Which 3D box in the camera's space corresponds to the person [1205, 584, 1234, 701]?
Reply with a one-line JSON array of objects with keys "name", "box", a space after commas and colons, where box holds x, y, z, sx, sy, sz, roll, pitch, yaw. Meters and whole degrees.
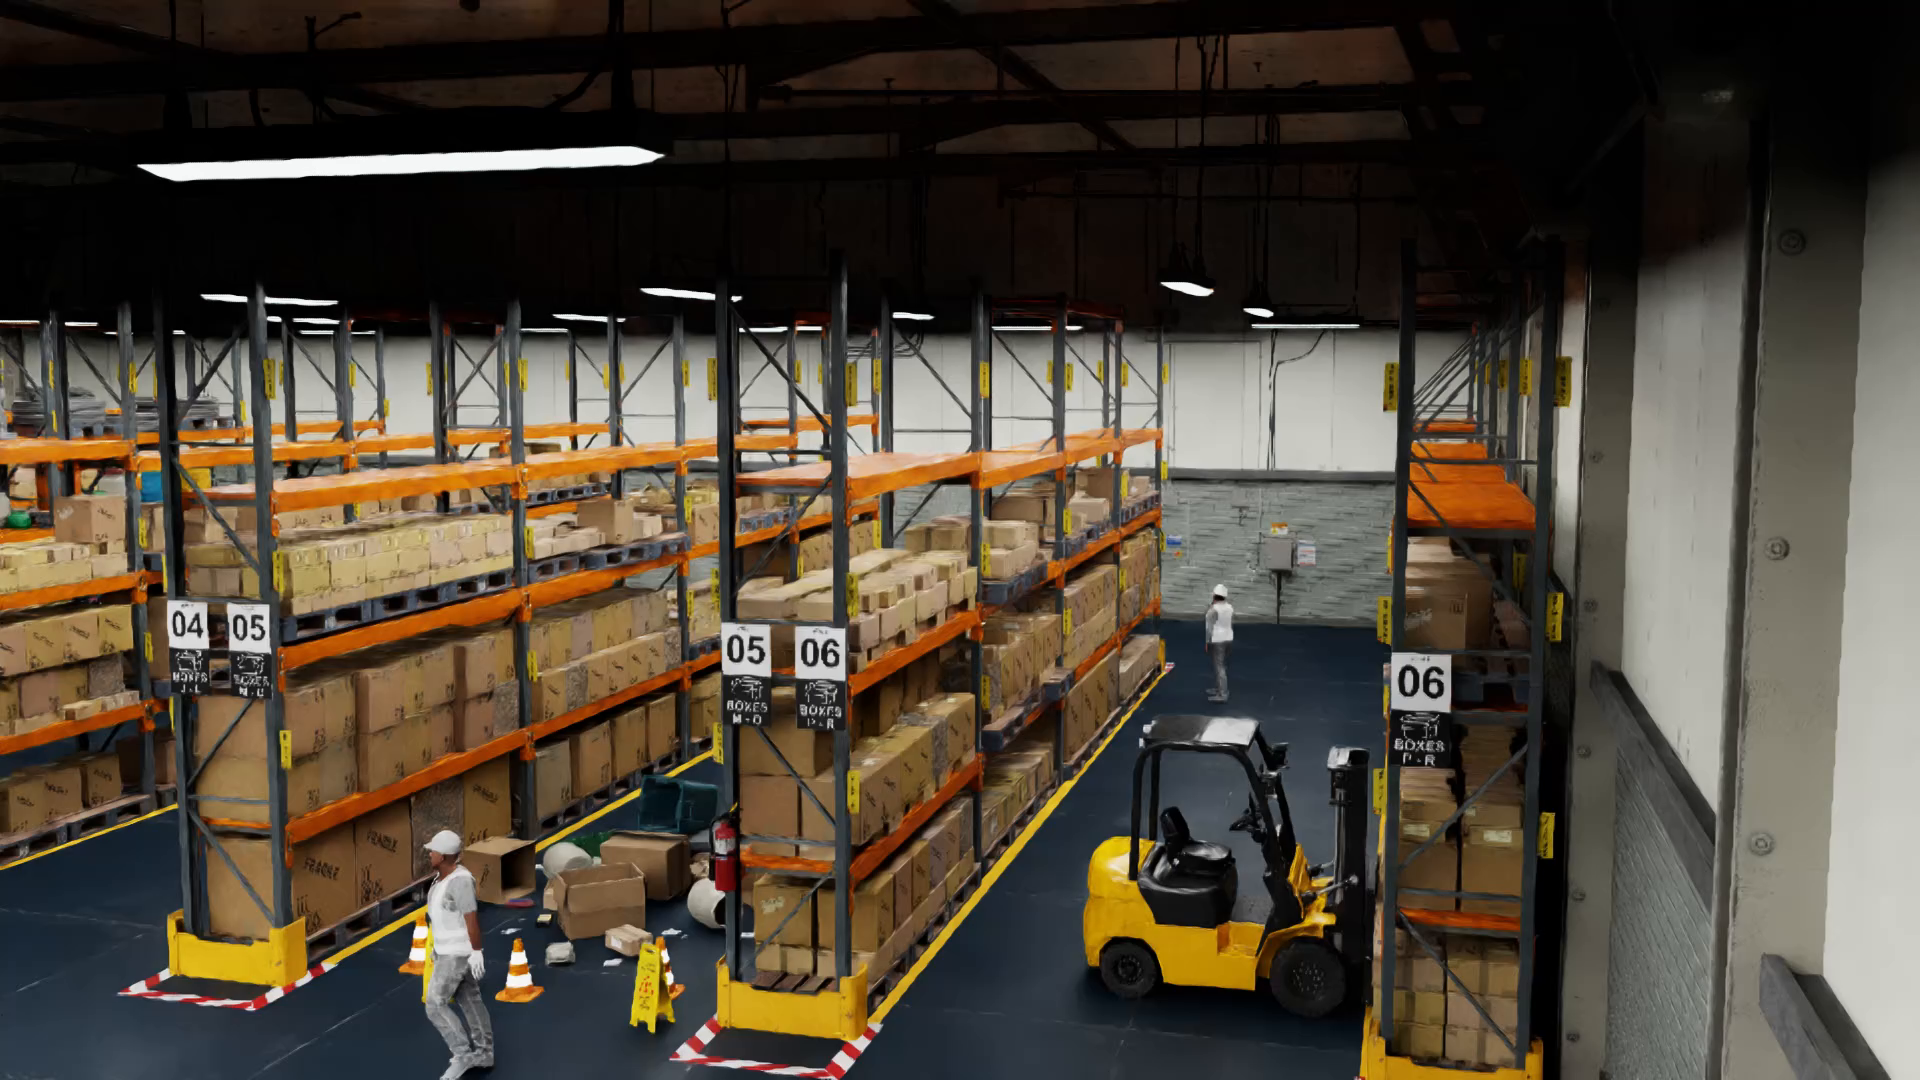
[{"name": "person", "box": [3.976, 1.560, 25.637, 0.576, 1.768, 0.626, 6, 8, 44]}]

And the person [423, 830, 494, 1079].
[{"name": "person", "box": [-3.666, 2.993, 12.122, 0.483, 1.768, 0.645, -2, 6, -19]}]
